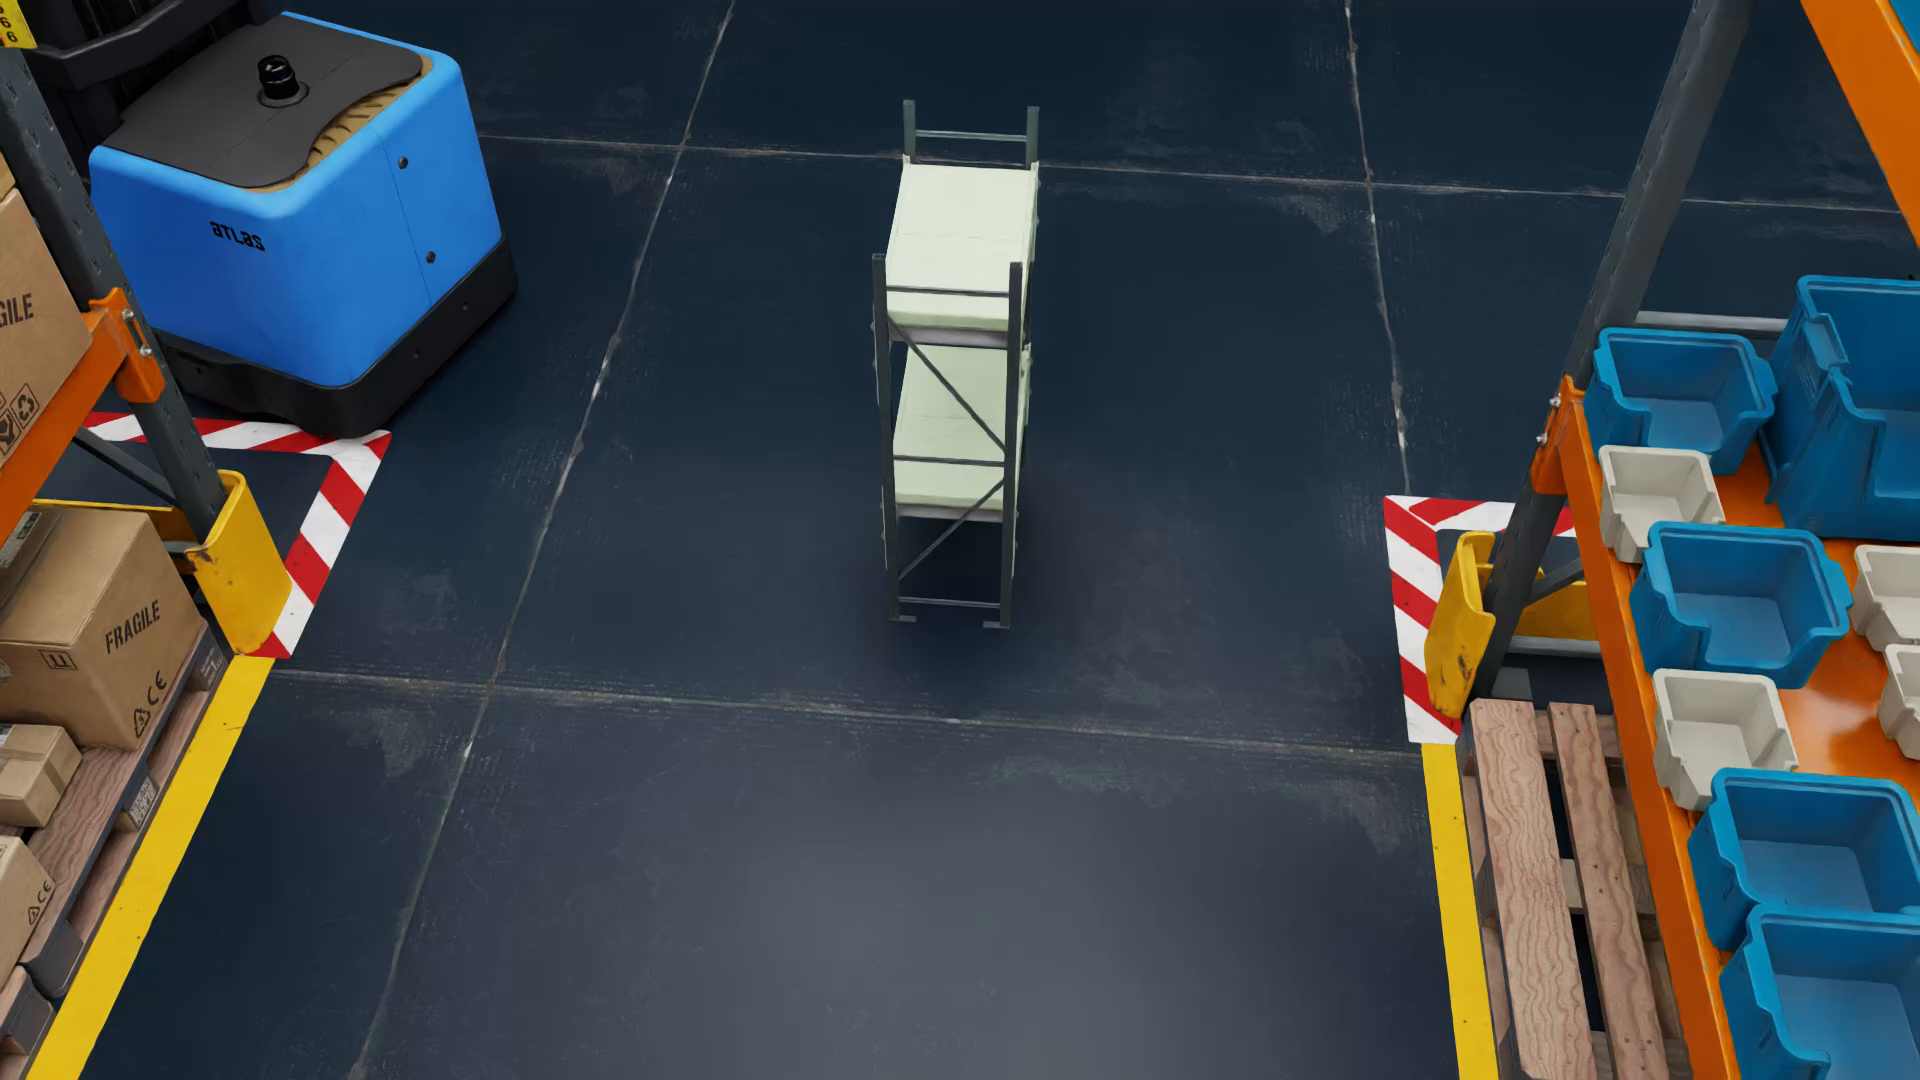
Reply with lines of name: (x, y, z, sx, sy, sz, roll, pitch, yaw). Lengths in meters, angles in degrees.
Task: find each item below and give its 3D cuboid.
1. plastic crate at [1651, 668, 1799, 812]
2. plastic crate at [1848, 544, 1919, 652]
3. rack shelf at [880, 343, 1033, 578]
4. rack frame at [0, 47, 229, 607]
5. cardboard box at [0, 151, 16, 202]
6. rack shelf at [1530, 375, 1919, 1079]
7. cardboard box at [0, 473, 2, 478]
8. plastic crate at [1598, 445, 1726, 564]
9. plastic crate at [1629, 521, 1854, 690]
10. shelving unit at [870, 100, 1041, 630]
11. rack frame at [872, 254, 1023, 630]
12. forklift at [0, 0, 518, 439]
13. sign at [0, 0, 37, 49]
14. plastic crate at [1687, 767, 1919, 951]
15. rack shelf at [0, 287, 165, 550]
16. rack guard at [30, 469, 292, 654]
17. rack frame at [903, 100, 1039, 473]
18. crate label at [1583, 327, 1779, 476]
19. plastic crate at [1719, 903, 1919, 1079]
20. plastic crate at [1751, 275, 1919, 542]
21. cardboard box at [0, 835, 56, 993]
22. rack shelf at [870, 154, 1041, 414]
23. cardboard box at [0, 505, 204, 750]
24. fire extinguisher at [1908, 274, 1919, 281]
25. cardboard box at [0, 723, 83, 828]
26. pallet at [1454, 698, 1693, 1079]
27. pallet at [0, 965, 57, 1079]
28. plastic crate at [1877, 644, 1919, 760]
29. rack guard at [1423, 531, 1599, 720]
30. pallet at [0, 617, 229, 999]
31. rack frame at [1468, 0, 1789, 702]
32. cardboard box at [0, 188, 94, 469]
plastic crate: (1.573, 0.434, 3.459, 0.250, 0.136, 0.298, 4, 48, 4)
plastic crate: (2.203, 0.157, 3.712, 0.396, 0.136, 0.243, 4, 48, 4)
rack shelf: (-0.001, -0.281, 5.433, 0.431, 0.370, 0.720, 4, 48, 4)
rack frame: (-2.835, -0.859, 4.503, 1.000, 3.000, 0.127, 4, 48, 4)
cardboard box: (-2.602, -0.885, 3.781, 0.500, 0.500, 0.500, 3, 48, 3)
rack shelf: (1.915, 1.189, 3.117, 1.077, 0.370, 4.000, 4, 48, 4)
cardboard box: (-2.649, -0.164, 3.799, 0.500, 0.500, 0.500, 4, 48, 4)
plastic crate: (1.635, -0.065, 3.915, 0.250, 0.136, 0.298, 4, 48, 4)
plastic crate: (1.687, 0.156, 3.647, 0.416, 0.233, 0.300, 4, 48, 4)
shelving unit: (-0.001, -0.501, 5.192, 0.431, 1.500, 0.755, 4, 48, 4)
rack frame: (-0.034, -0.232, 4.946, 0.400, 1.500, 0.023, 4, 48, 4)
forklift: (-3.309, -2.091, 5.677, 3.031, 2.935, 1.130, 18, 50, 16)
sign: (-2.285, -1.304, 3.911, 0.100, 0.325, 0.005, 4, 48, 4)
plastic crate: (1.627, 0.640, 3.205, 0.416, 0.233, 0.300, 4, 48, 4)
rack shelf: (-3.018, 0.853, 3.424, 1.077, 0.370, 4.000, 4, 48, 4)
rack guard: (-2.842, 0.040, 5.374, 1.175, 0.500, 0.348, 4, 48, 4)
rack frame: (0.033, -0.770, 5.438, 0.400, 1.500, 0.023, 4, 48, 4)
crate label: (1.747, -0.328, 4.090, 0.416, 0.233, 0.303, 4, 48, 4)
plastic crate: (1.599, 0.861, 3.003, 0.416, 0.233, 0.300, 4, 48, 4)
plastic crate: (2.252, -0.297, 3.924, 0.616, 0.435, 0.499, 4, 48, 4)
cardboard box: (-2.756, 1.033, 4.338, 0.500, 0.250, 0.500, 4, 48, 4)
rack shelf: (-0.001, -0.765, 4.904, 0.431, 0.370, 0.720, 4, 48, 4)
cardboard box: (-2.640, 0.252, 4.882, 0.500, 0.500, 0.500, 4, 48, 4)
fire extinguisher: (2.563, -0.451, 4.435, 0.296, 0.674, 0.183, 4, 48, 4)
cardboard box: (-2.766, 0.656, 4.739, 0.380, 0.166, 0.250, 4, 48, 4)
pallet: (1.983, 1.021, 4.673, 1.003, 0.211, 1.213, 4, 48, 4)
pallet: (-3.028, 1.618, 4.127, 1.003, 0.211, 1.213, 4, 48, 4)
plastic crate: (2.162, 0.369, 3.518, 0.396, 0.136, 0.243, 4, 48, 4)
rack guard: (2.086, 0.302, 5.135, 1.175, 0.500, 0.348, 4, 48, 4)
pallet: (-2.914, 0.724, 4.945, 1.003, 0.211, 1.213, 4, 48, 4)
rack frame: (2.097, -0.523, 4.196, 1.000, 3.000, 0.127, 4, 48, 4)
cardboard box: (-2.605, -0.545, 4.148, 0.500, 0.500, 0.500, 5, 48, 5)
